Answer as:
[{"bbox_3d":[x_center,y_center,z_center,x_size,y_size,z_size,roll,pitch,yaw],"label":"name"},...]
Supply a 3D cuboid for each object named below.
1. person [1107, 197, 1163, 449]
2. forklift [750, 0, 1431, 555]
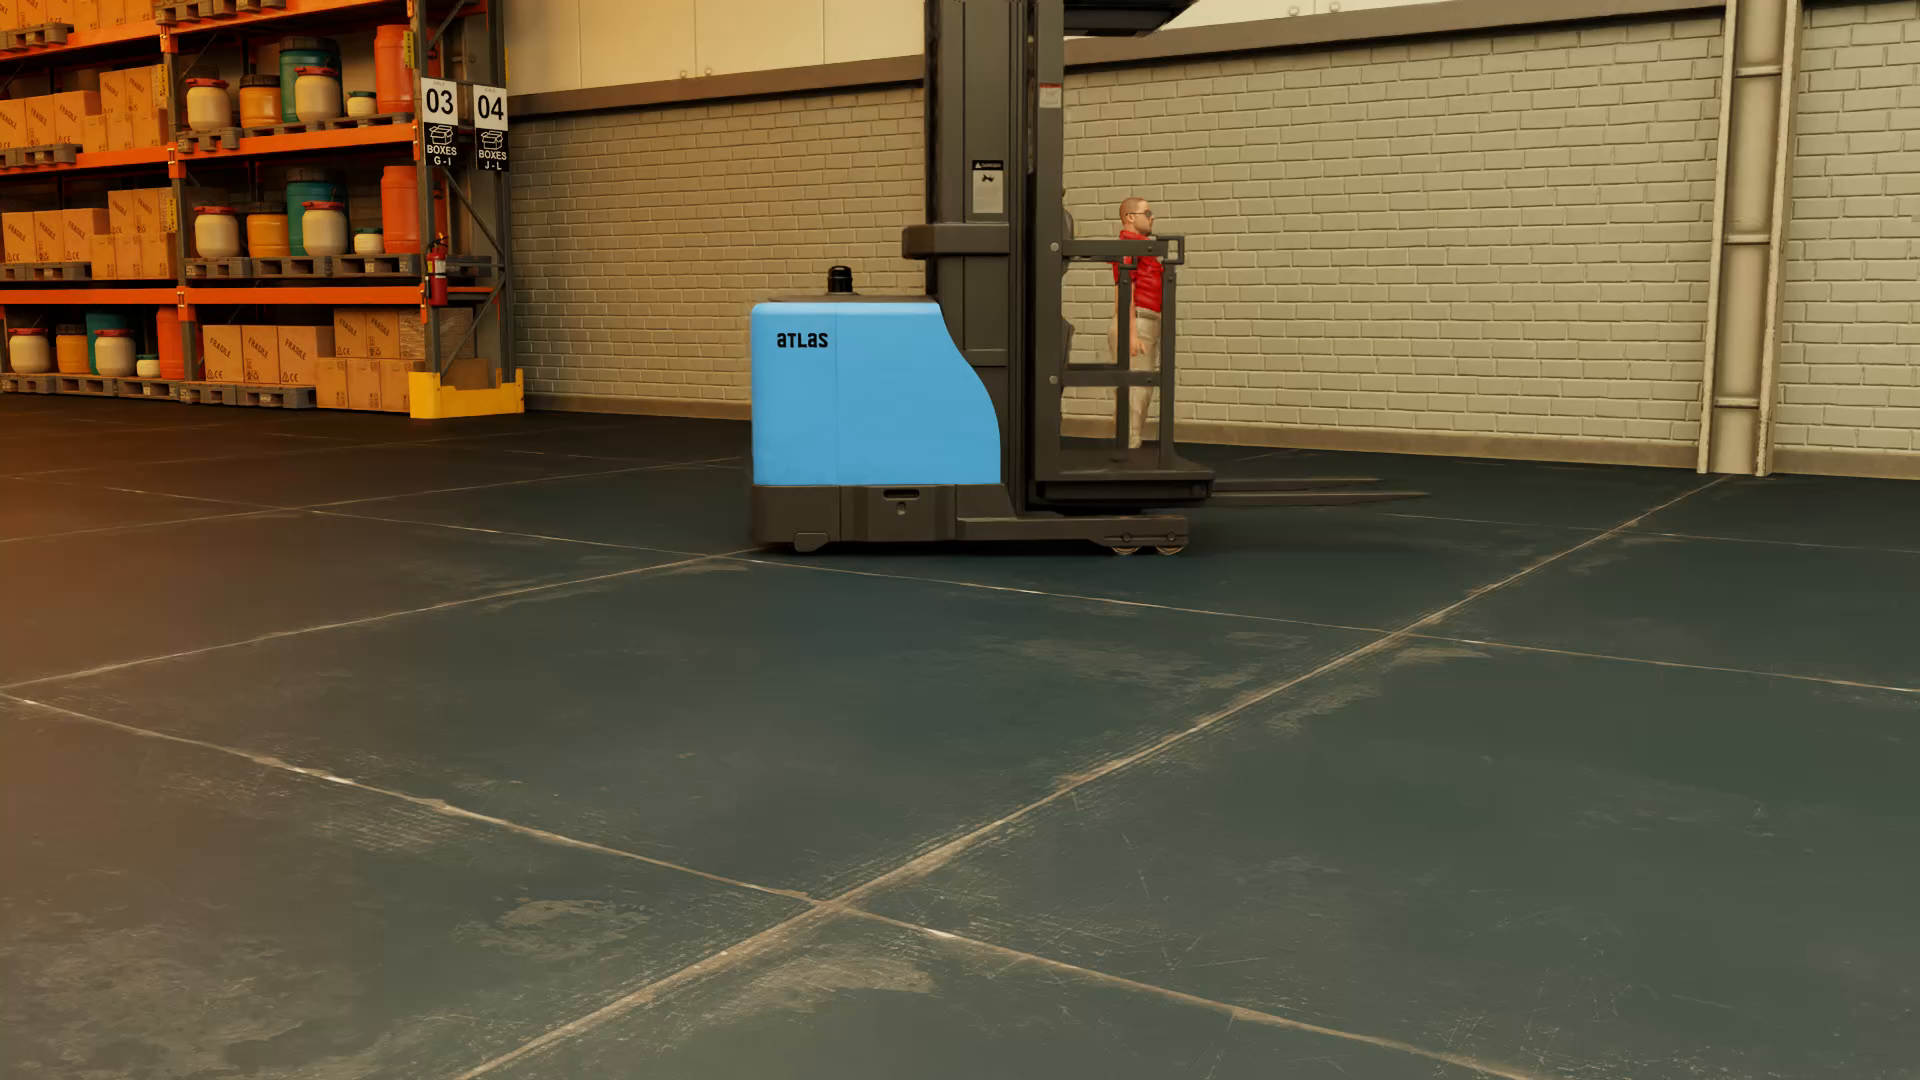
[{"bbox_3d":[1.129,-1.273,10.436,0.389,1.728,0.528,2,8,11],"label":"person"},{"bbox_3d":[0.576,-1.461,7.466,3.031,2.935,1.130,-1,8,-5],"label":"forklift"}]
